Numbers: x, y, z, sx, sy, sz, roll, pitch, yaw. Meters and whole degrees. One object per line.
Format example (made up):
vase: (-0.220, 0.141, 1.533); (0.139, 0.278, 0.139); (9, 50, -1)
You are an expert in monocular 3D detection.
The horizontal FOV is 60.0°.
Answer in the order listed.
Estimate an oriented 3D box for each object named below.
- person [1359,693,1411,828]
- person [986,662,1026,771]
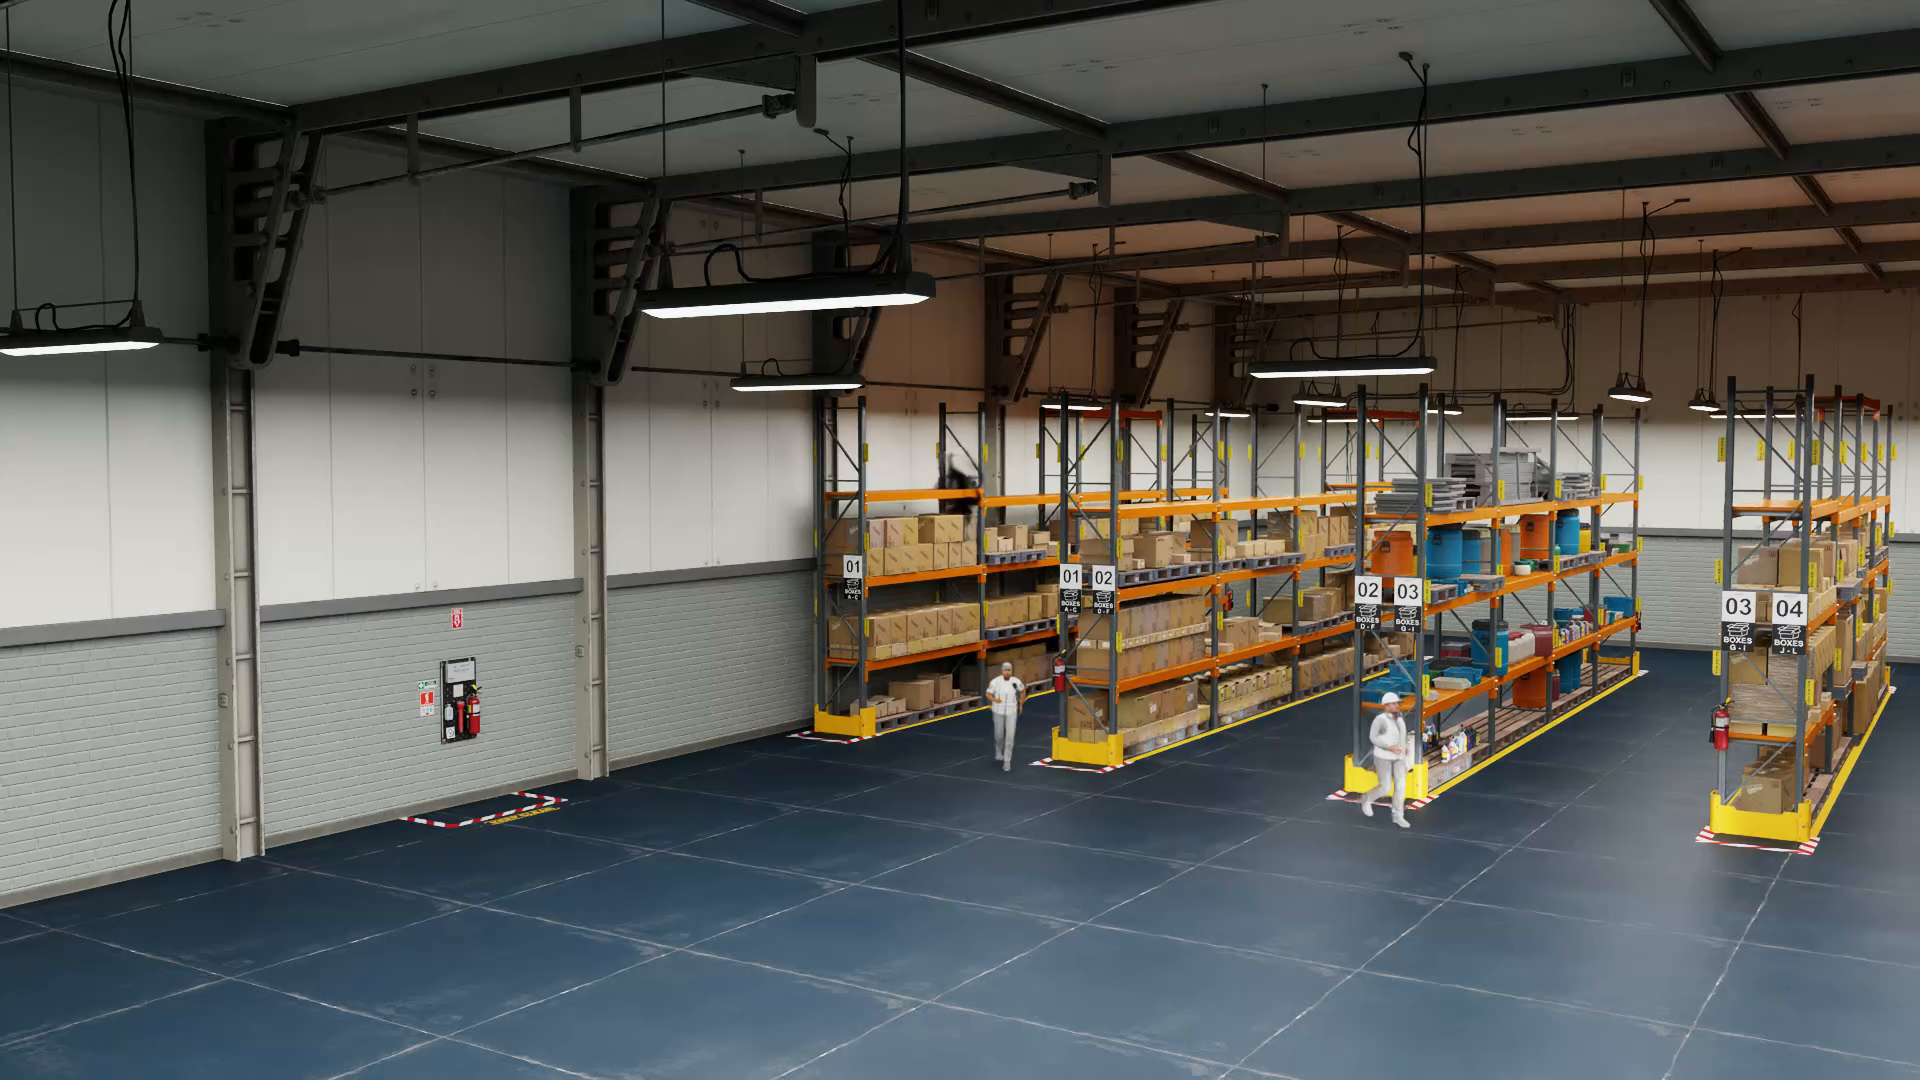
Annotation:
person: (5.791, 2.944, 22.485); (0.683, 1.782, 0.810); (-2, 4, -31)
person: (0.730, 2.779, 26.554); (0.639, 1.670, 0.908); (0, 3, 1)
